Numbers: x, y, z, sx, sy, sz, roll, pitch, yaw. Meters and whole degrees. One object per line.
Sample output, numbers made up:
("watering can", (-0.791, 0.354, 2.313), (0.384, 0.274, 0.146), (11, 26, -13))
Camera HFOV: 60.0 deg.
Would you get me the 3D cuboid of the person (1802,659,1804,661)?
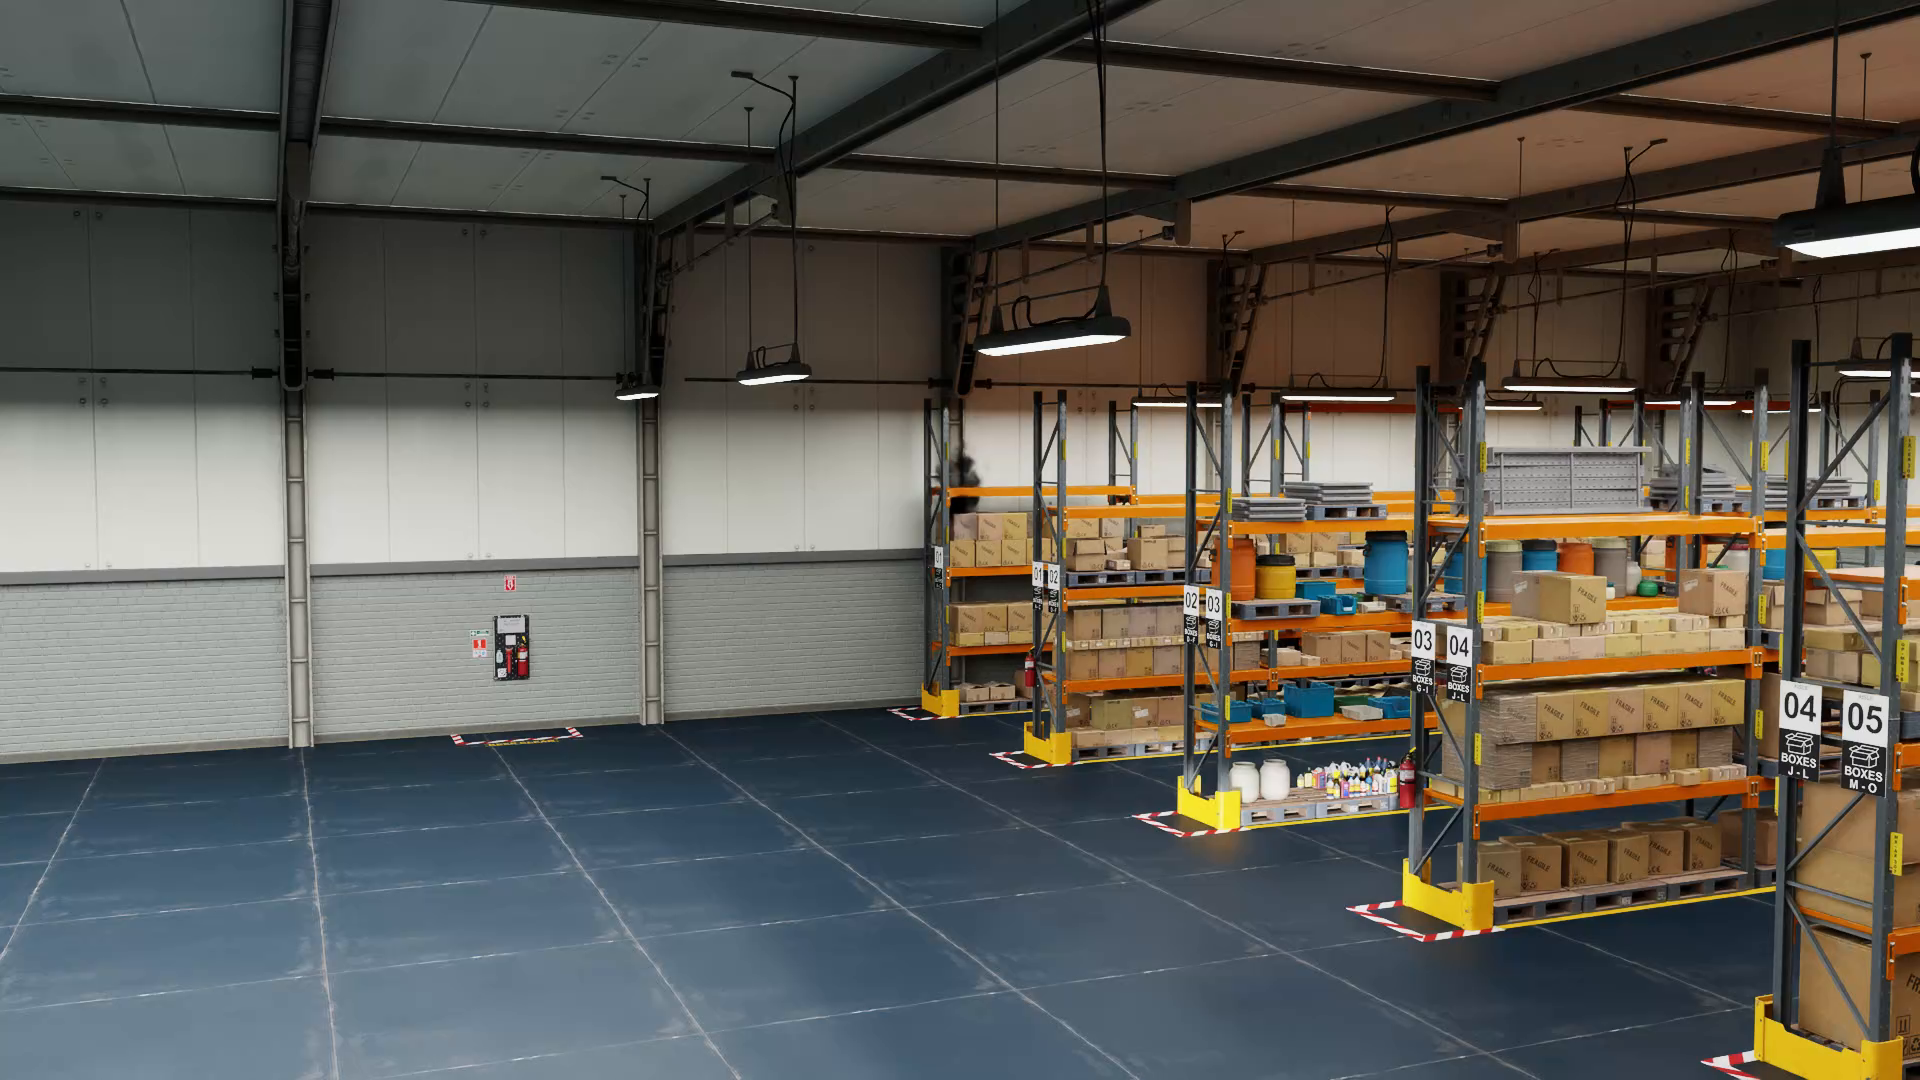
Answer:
("person", (15.958, 2.467, 31.217), (0.694, 1.744, 0.701), (-2, 4, -33))
